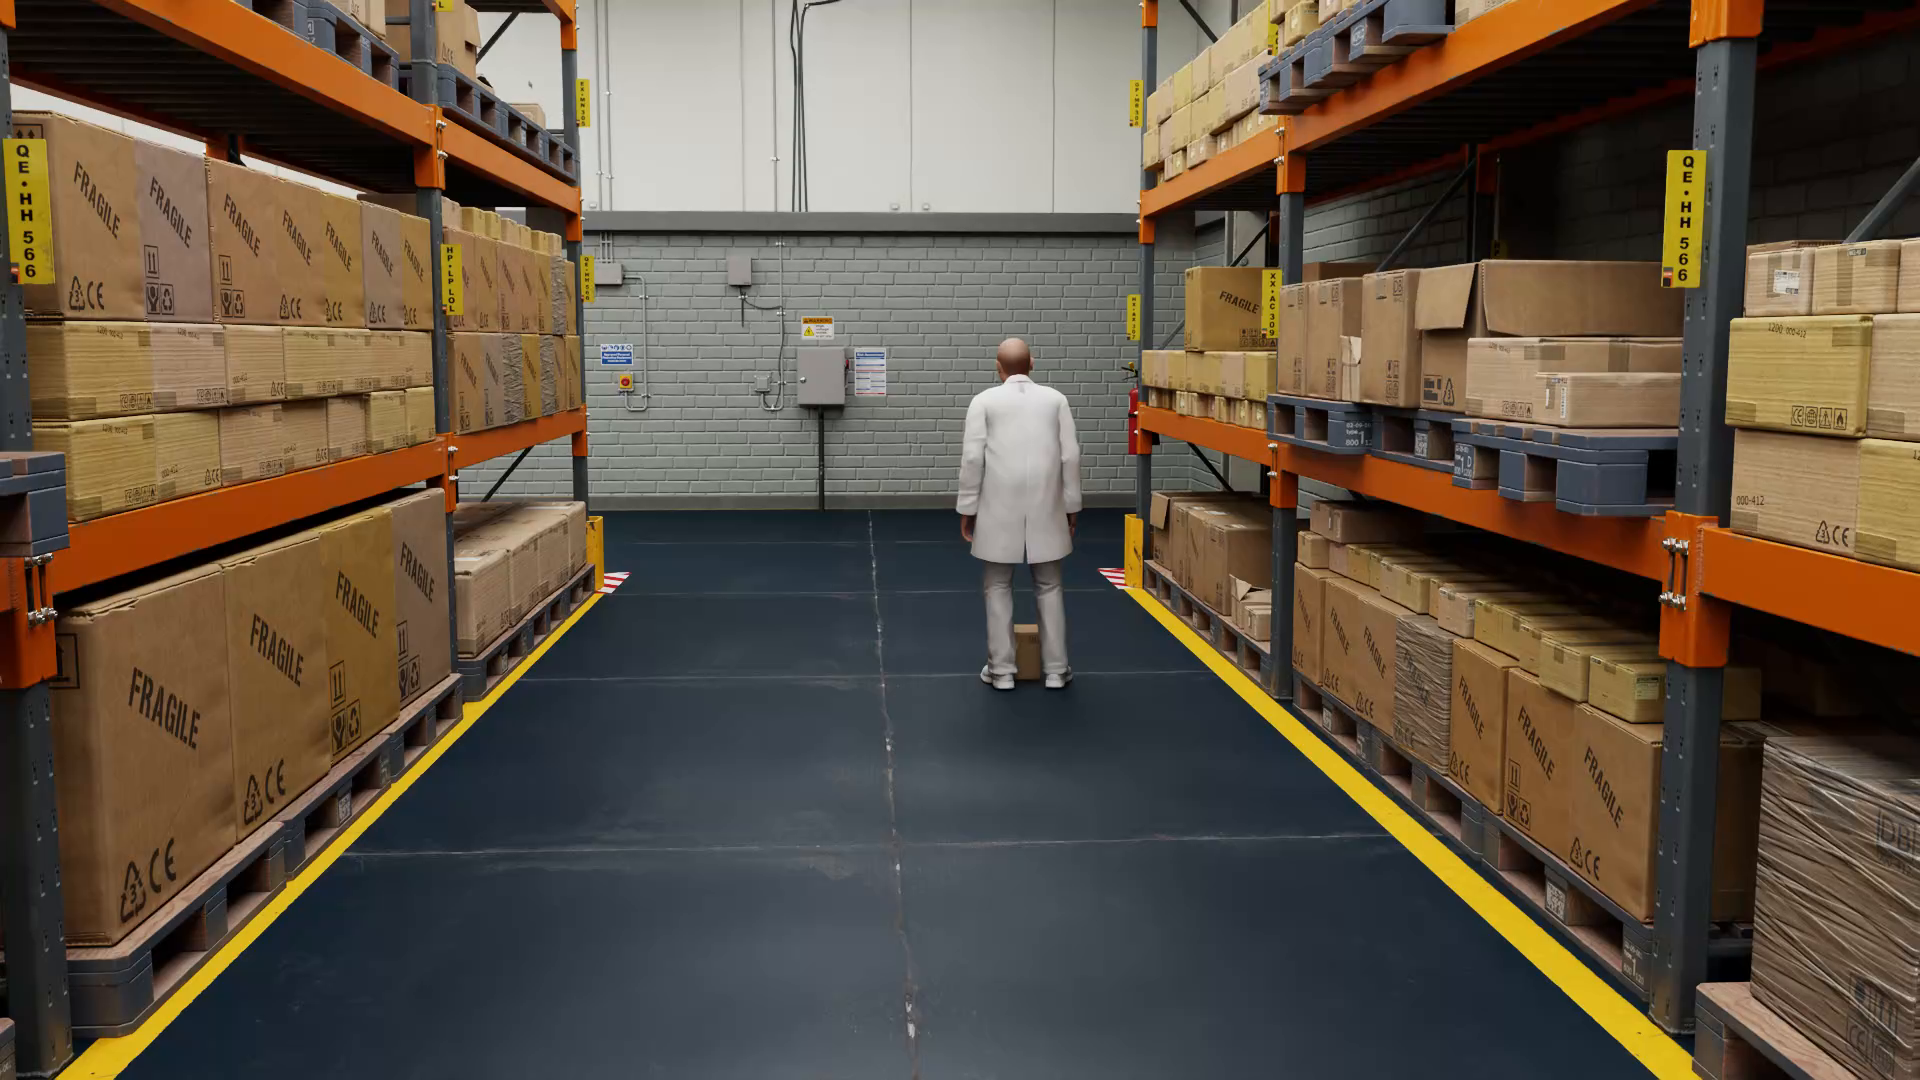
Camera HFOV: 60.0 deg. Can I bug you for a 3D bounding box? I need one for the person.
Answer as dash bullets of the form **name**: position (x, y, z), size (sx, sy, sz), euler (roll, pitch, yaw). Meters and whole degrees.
- **person**: position (0.301, -0.136, 8.460), size (0.650, 1.773, 0.429), euler (-1, 7, -7)
